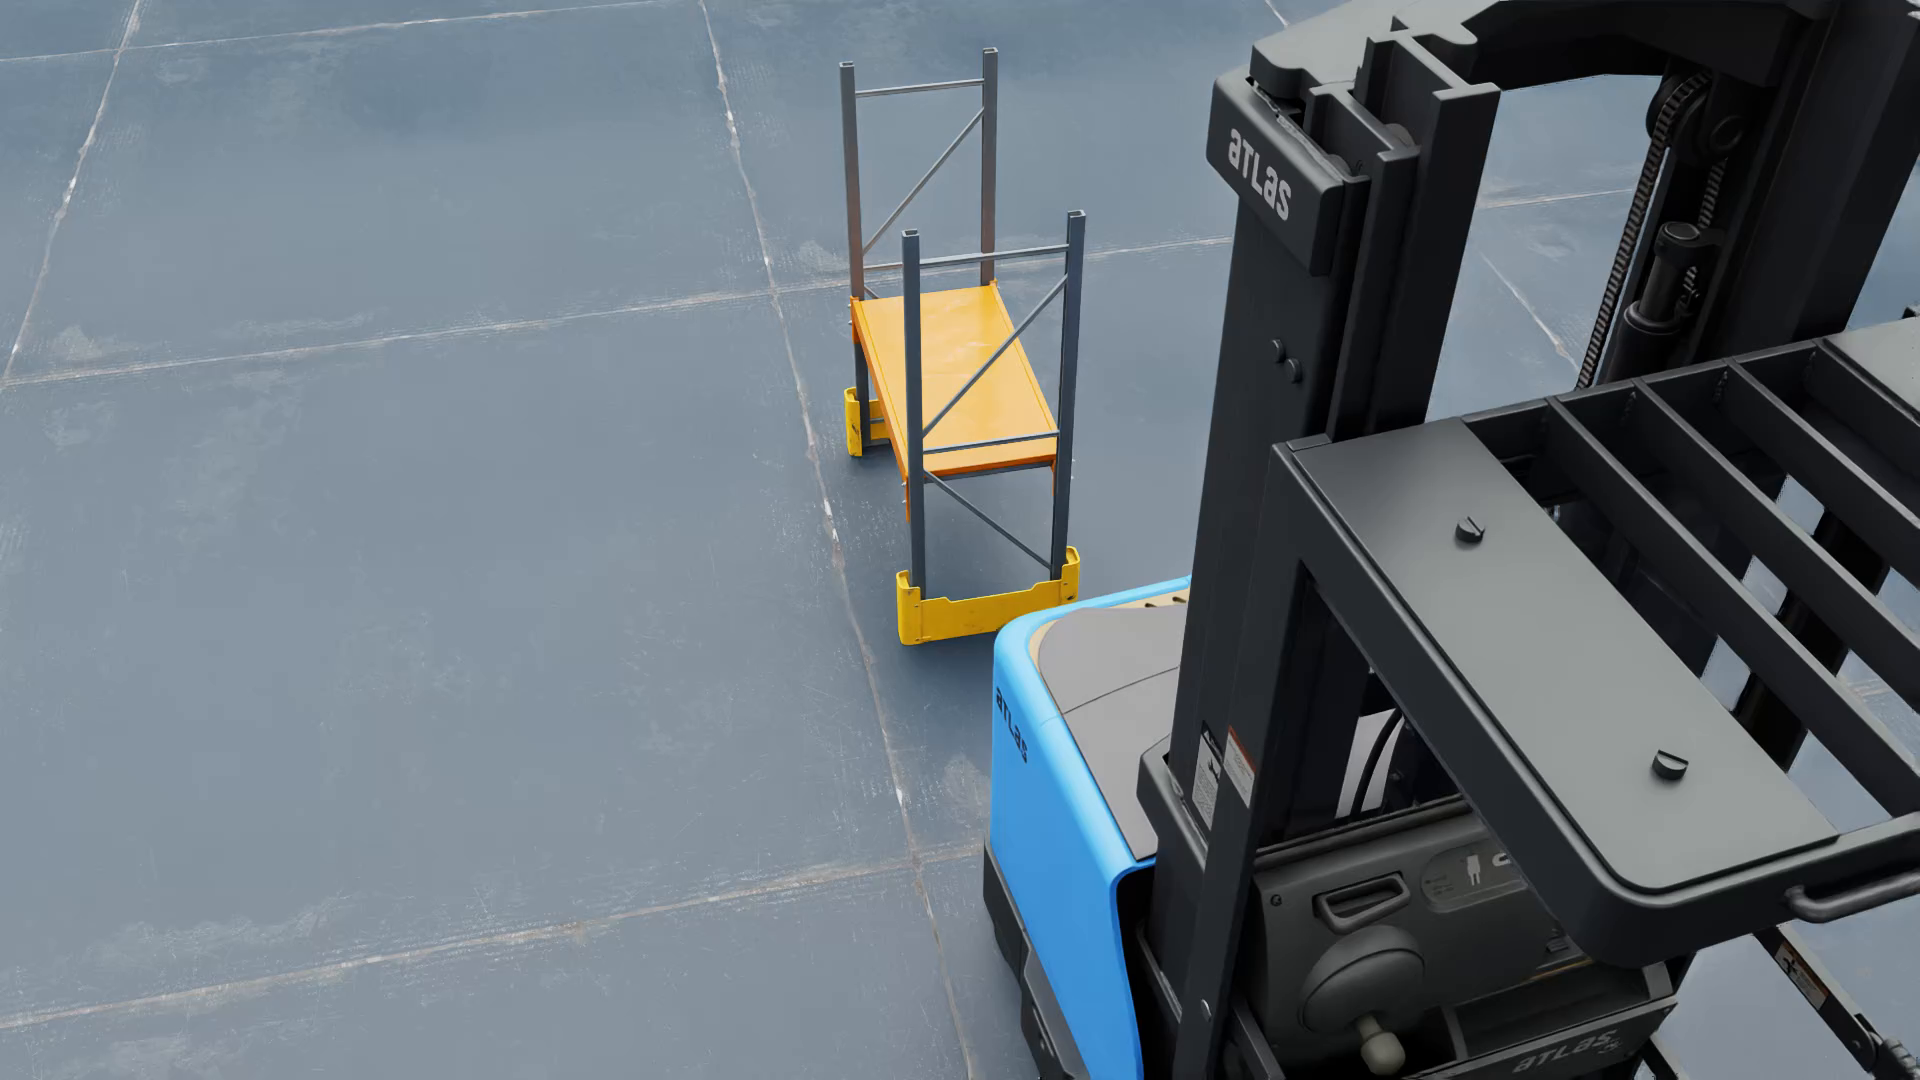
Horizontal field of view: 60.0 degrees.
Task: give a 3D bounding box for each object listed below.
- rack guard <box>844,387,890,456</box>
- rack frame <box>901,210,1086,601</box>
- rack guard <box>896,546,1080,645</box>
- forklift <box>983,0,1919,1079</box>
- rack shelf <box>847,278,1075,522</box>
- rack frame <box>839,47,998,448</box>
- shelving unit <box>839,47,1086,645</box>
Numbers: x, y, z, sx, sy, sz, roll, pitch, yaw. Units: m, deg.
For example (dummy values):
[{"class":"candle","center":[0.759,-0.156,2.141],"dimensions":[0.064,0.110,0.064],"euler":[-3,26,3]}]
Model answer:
[{"class":"rack guard","center":[-0.124,-0.466,6.086],"dimensions":[0.587,0.250,0.087],"euler":[-8,42,-9]},{"class":"rack frame","center":[0.091,-0.287,4.943],"dimensions":[0.500,1.500,0.032],"euler":[-8,42,-9]},{"class":"rack guard","center":[0.091,0.180,5.359],"dimensions":[0.587,0.250,0.087],"euler":[-8,42,-9]},{"class":"forklift","center":[1.011,0.724,2.727],"dimensions":[1.130,2.935,3.031],"euler":[-12,43,-14]},{"class":"rack shelf","center":[-0.018,-0.482,5.434],"dimensions":[0.538,0.185,1.000],"euler":[-8,42,-9]},{"class":"rack frame","center":[-0.128,-0.946,5.686],"dimensions":[0.500,1.500,0.032],"euler":[-8,42,-9]},{"class":"shelving unit","center":[-0.016,-0.610,5.308],"dimensions":[0.587,1.500,1.083],"euler":[-8,42,-9]}]
